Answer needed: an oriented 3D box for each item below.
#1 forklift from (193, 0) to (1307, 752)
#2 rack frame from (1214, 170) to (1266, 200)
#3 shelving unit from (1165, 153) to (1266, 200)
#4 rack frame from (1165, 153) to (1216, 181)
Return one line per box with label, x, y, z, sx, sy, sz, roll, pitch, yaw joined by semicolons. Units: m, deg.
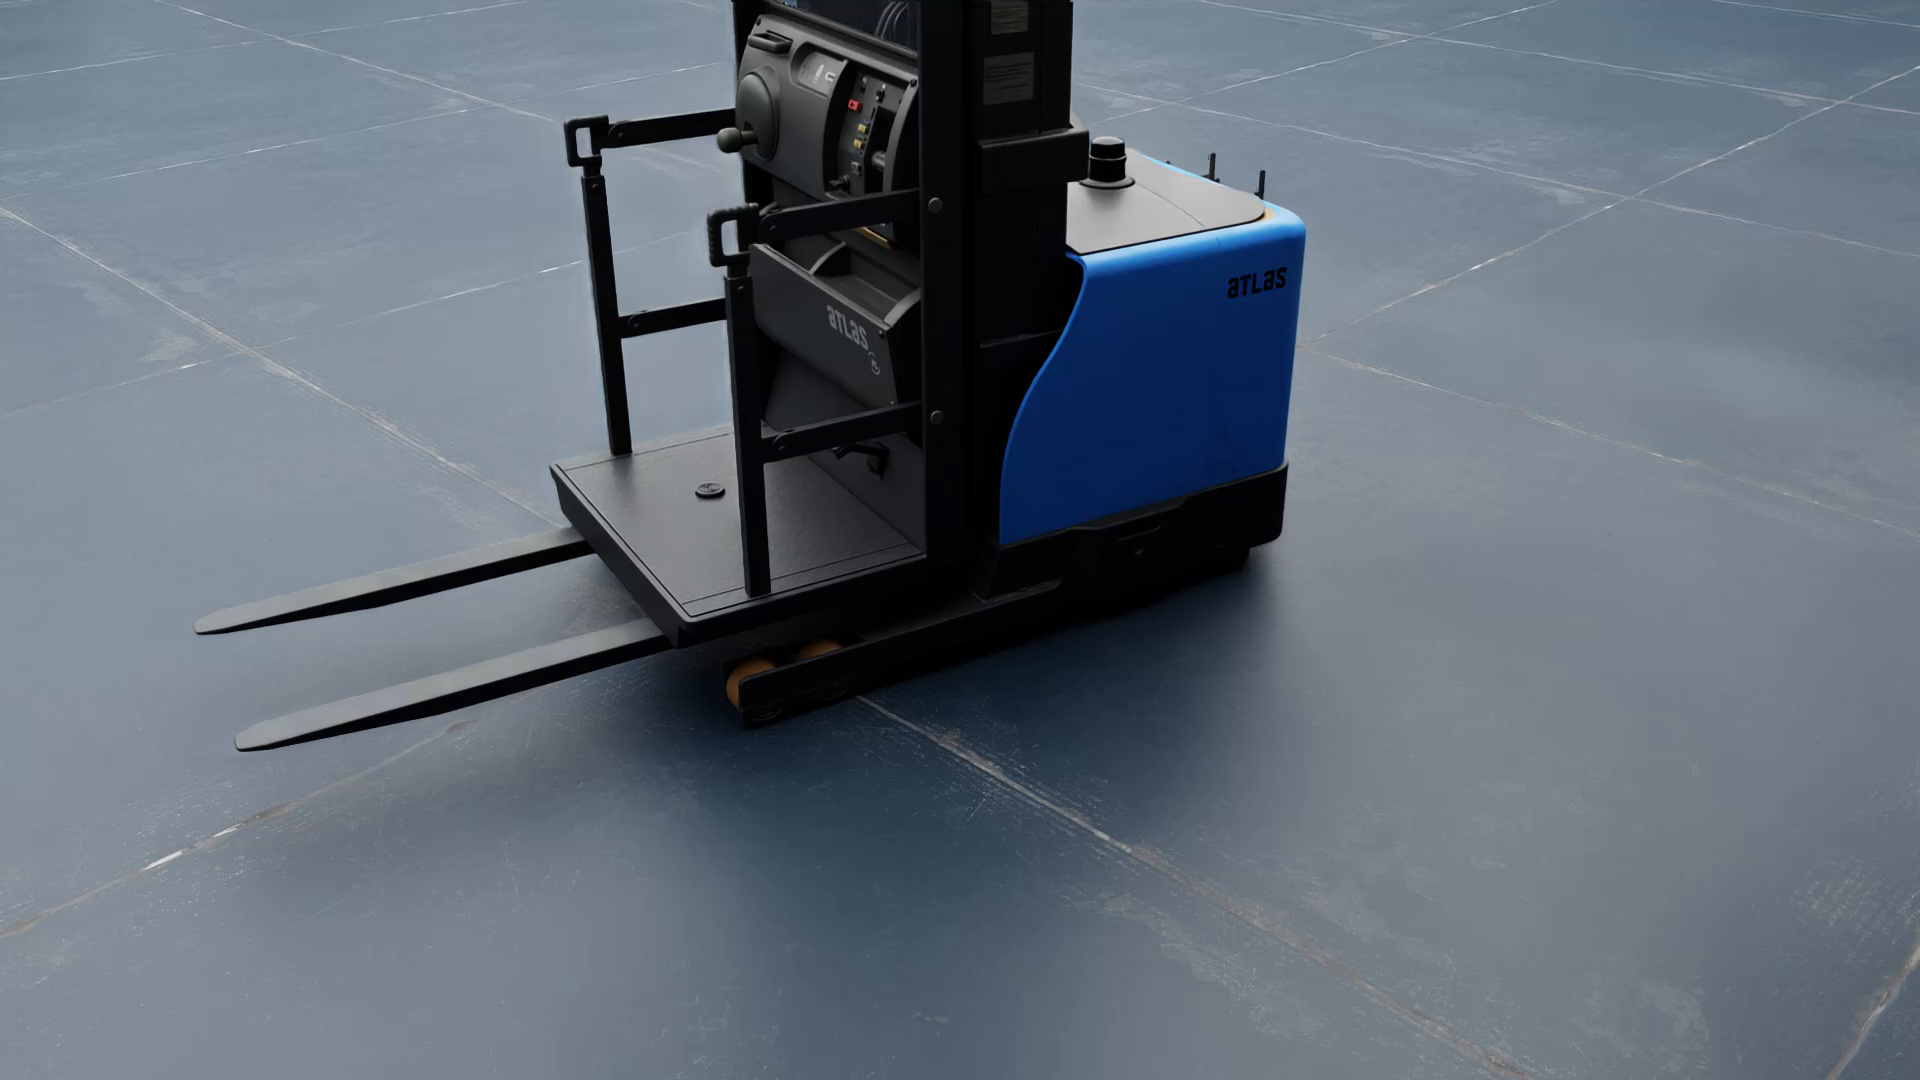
forklift;-0.535;-1.104;4.201;3.031;2.935;1.130;-15;31;-27
rack frame;0.867;-0.666;5.388;0.200;1.050;0.008;-16;32;-27
shelving unit;0.803;-0.714;5.480;0.215;1.050;0.252;-16;32;-27
rack frame;0.740;-0.763;5.572;0.200;1.050;0.008;-16;32;-27
